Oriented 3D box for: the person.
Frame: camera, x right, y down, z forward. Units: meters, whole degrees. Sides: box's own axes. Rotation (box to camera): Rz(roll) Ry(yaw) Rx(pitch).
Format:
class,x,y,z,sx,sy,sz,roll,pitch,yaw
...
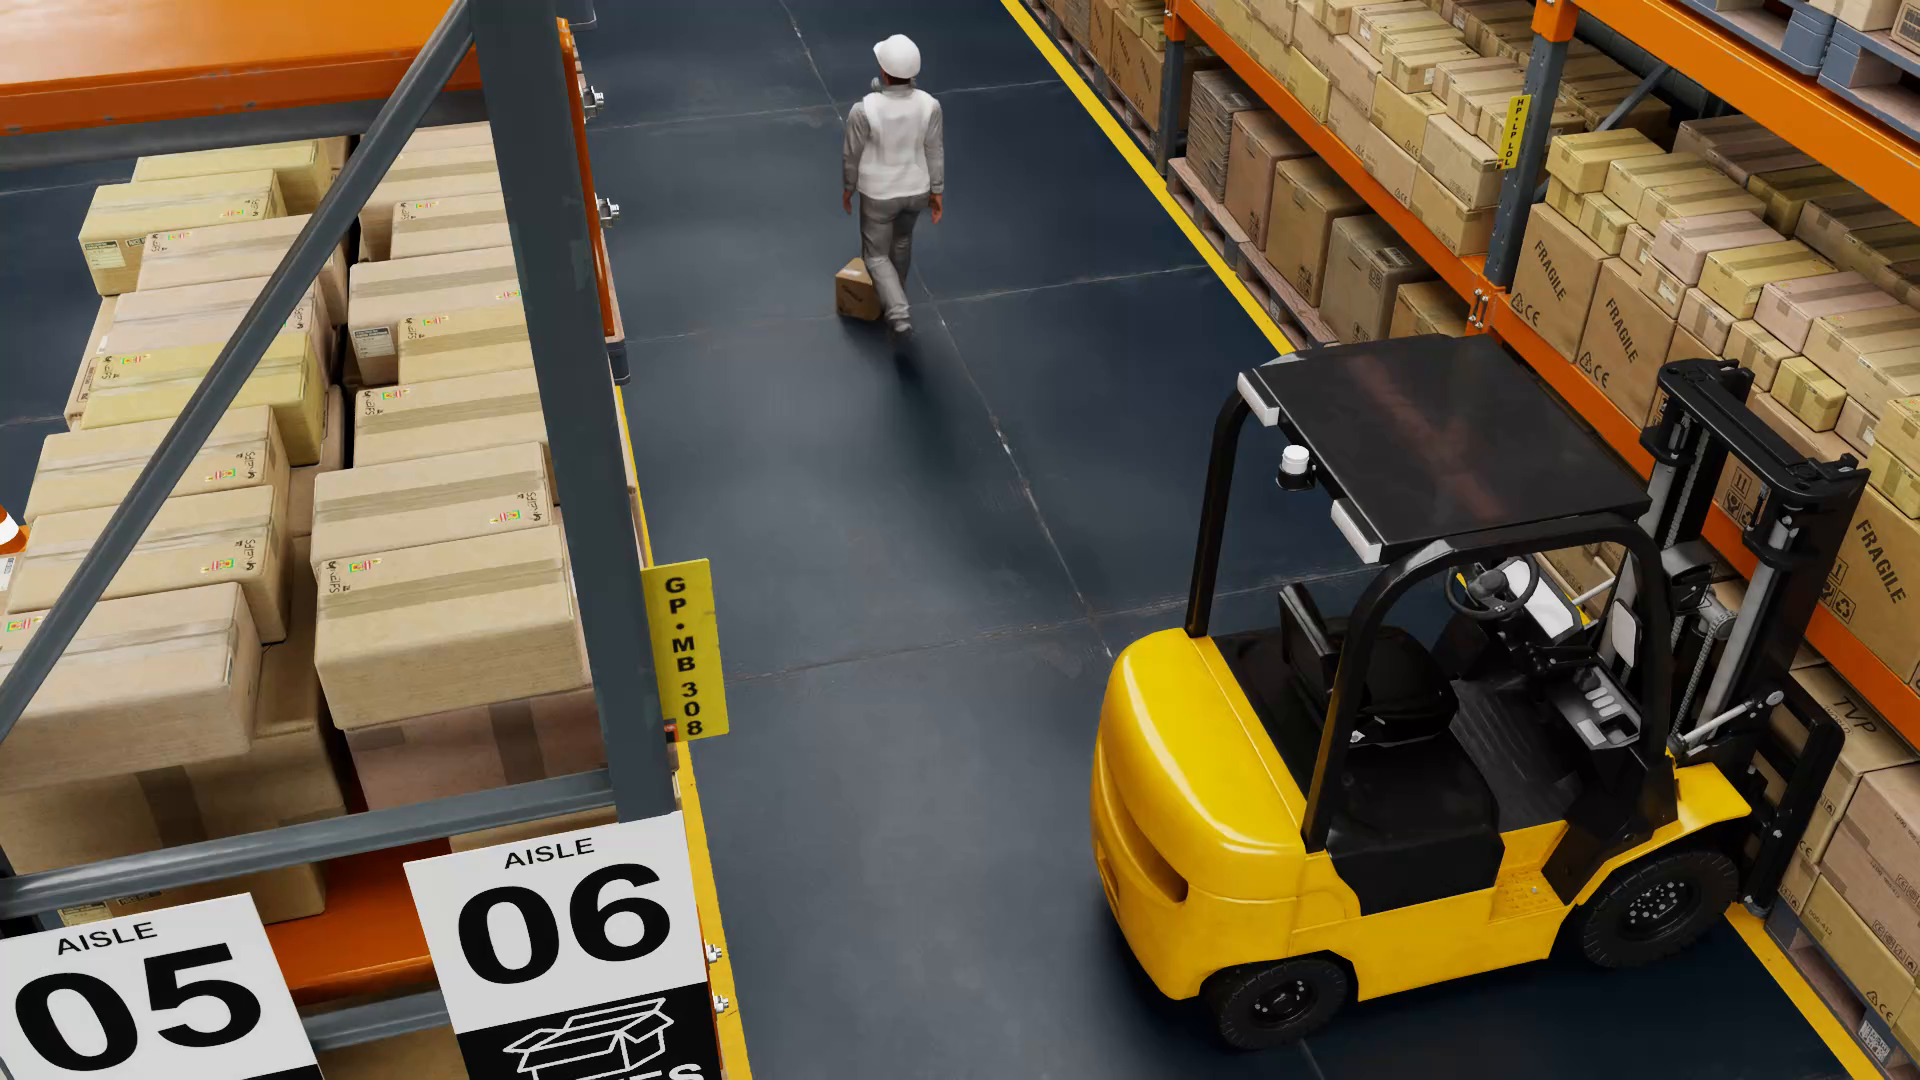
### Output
class,x,y,z,sx,sy,sz,roll,pitch,yaw
person,-0.370,-1.944,9.186,0.543,1.737,0.900,-13,40,-16
